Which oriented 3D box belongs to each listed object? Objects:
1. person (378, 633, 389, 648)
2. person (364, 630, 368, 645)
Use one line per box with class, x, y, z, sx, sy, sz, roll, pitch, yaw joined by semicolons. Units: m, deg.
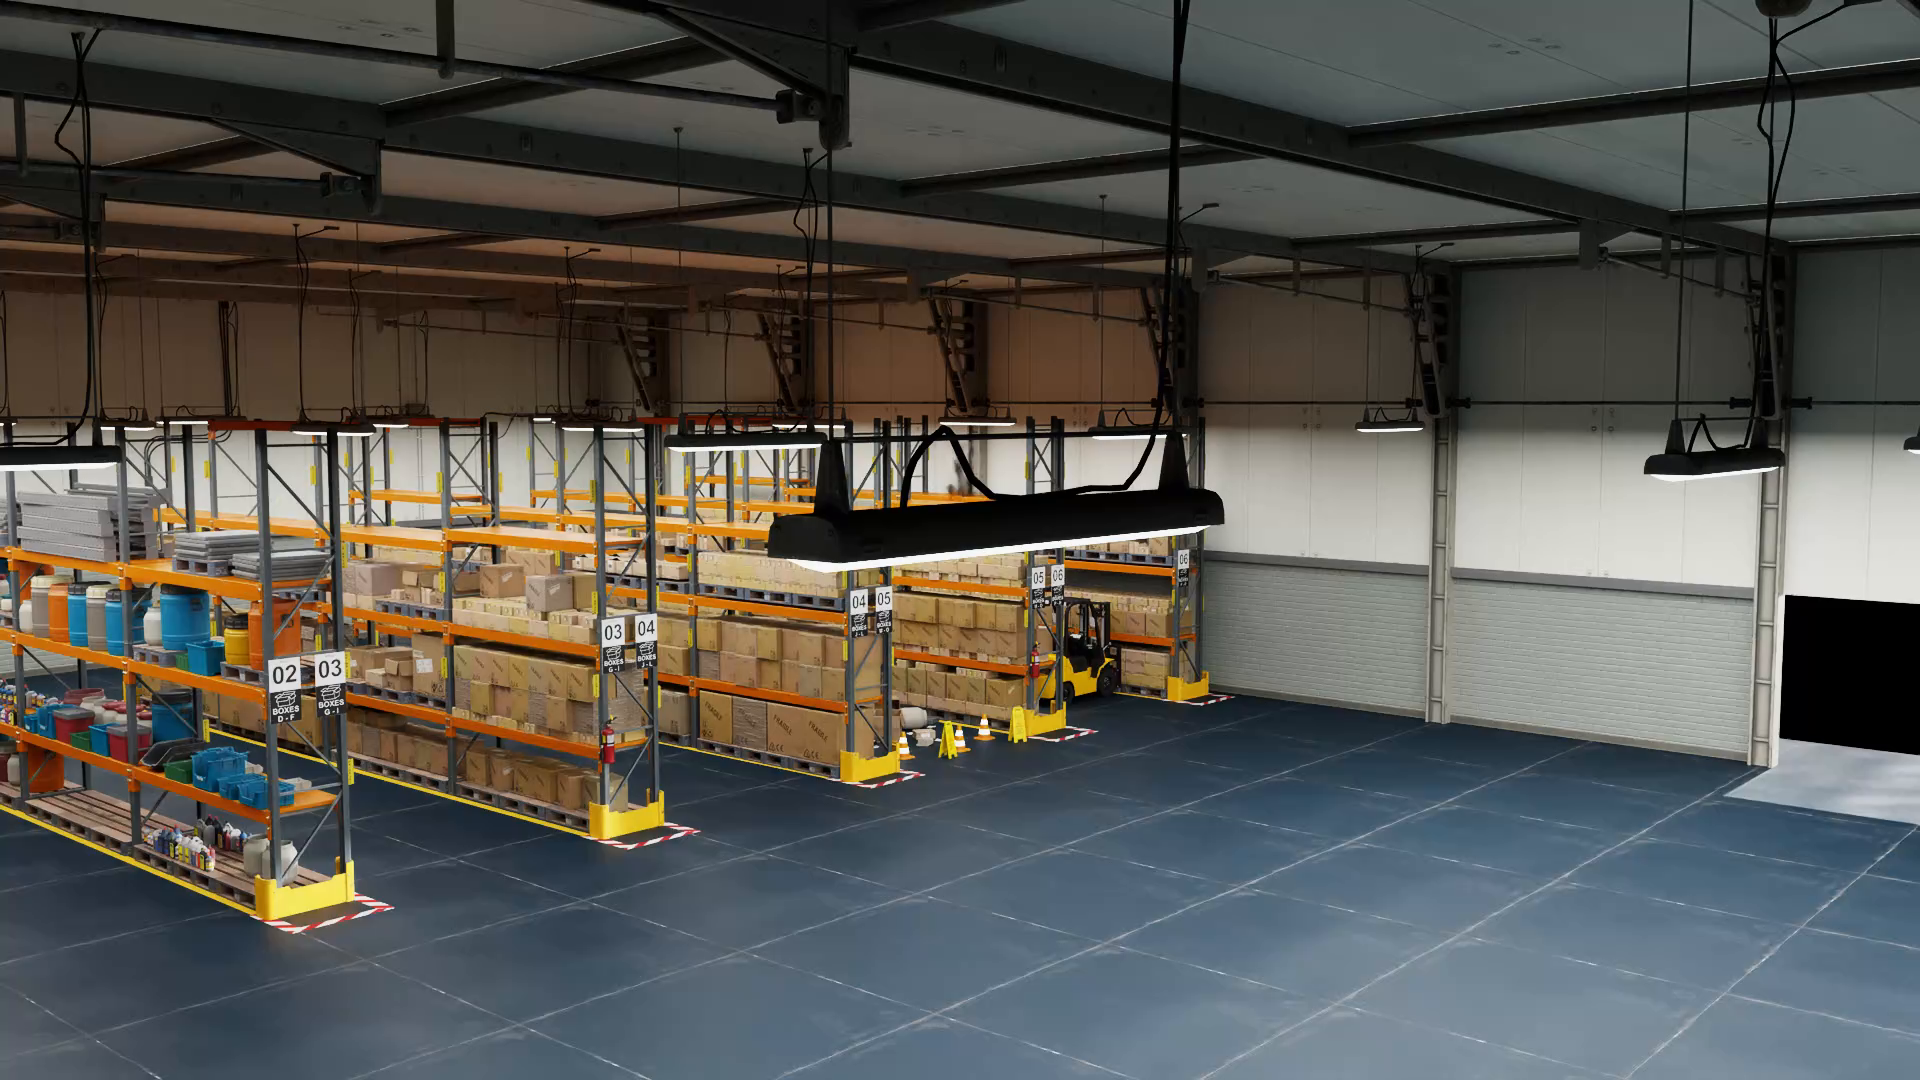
person;-13.699;2.179;39.906;0.783;1.632;0.506;0;5;-5
person;-14.347;2.142;40.391;0.554;1.704;0.875;1;5;15
